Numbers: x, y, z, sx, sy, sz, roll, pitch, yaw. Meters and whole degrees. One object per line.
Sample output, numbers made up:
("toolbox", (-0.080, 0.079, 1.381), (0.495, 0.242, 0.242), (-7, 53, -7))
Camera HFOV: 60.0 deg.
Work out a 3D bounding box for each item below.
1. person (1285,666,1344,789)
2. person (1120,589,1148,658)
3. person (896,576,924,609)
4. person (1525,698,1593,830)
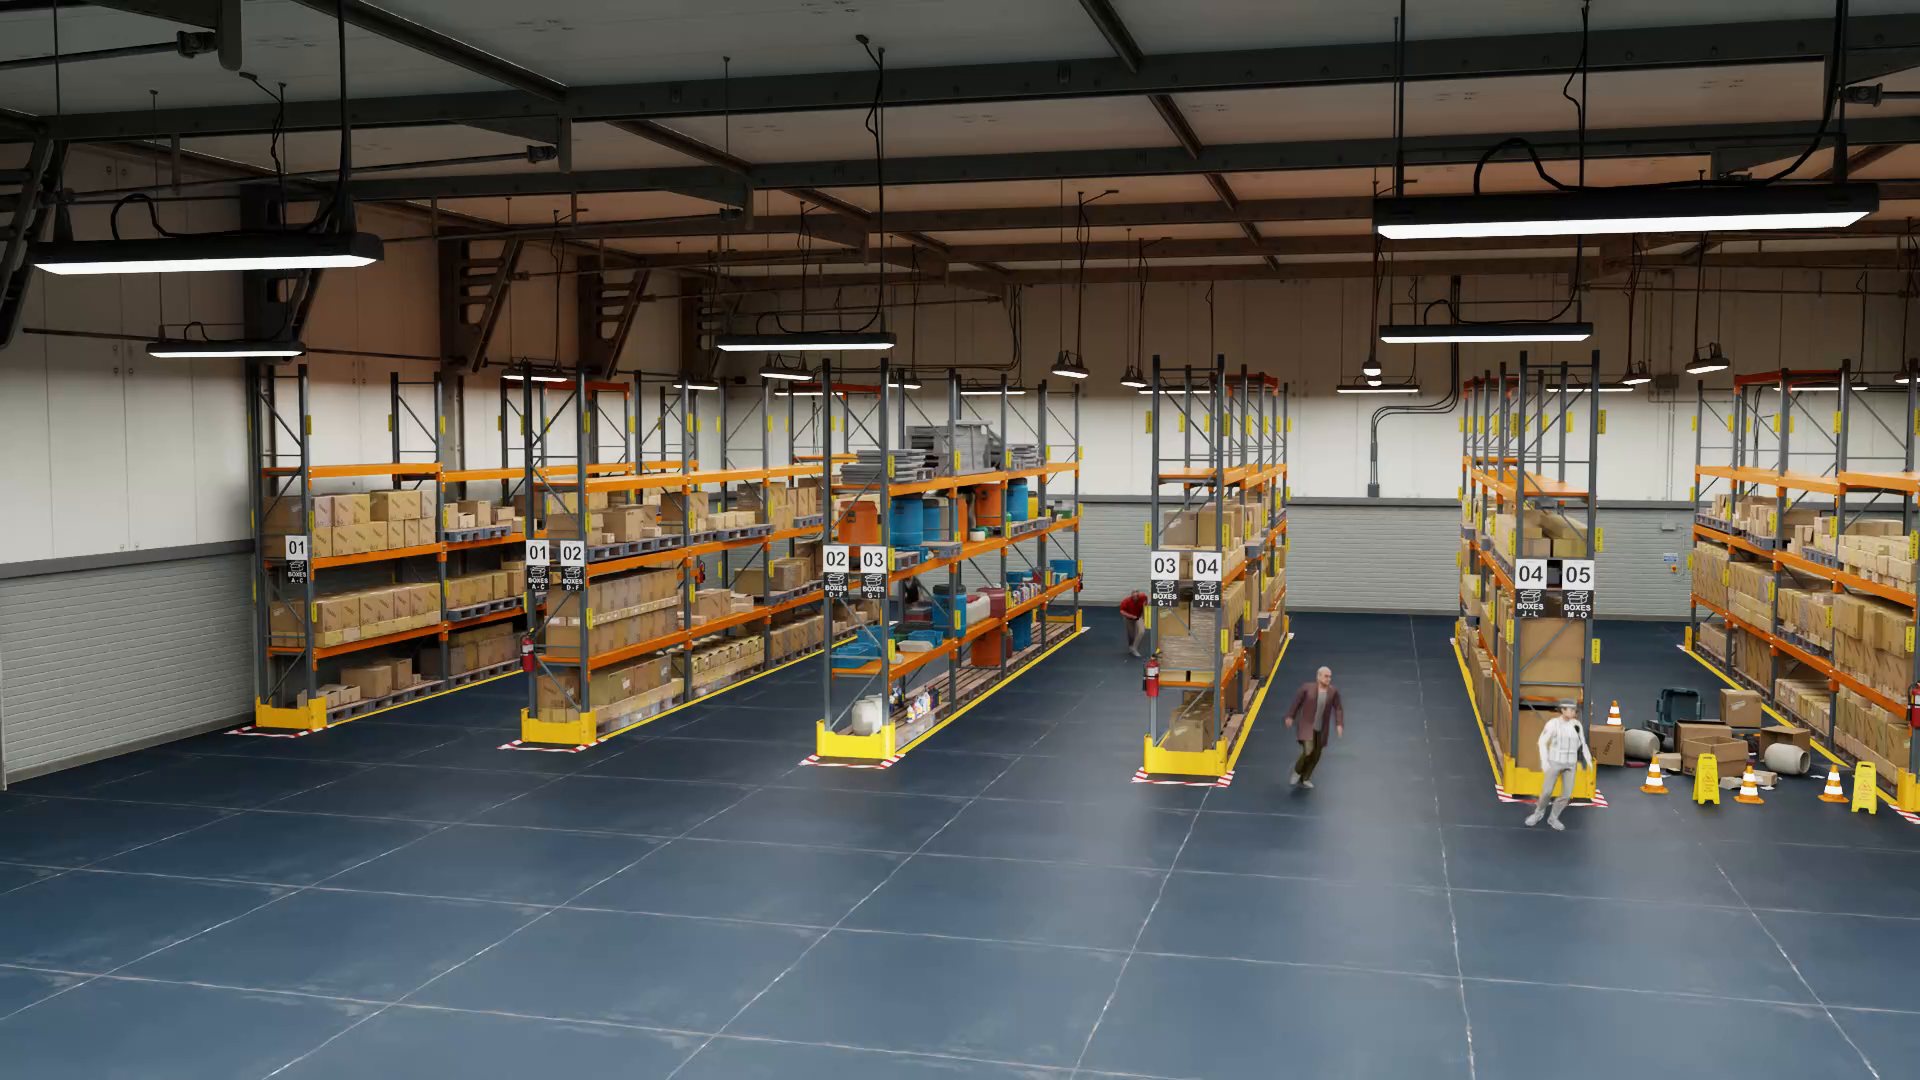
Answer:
("person", (4.875, 2.566, 22.757), (0.686, 1.724, 0.725), (-1, 4, -11))
("person", (3.755, 1.784, 36.233), (0.657, 1.521, 1.150), (0, 4, -6))
("person", (-1.194, 1.475, 39.558), (0.653, 1.601, 0.845), (0, 4, 2))
("person", (7.409, 2.777, 20.533), (0.712, 1.662, 0.562), (-1, 4, -9))
